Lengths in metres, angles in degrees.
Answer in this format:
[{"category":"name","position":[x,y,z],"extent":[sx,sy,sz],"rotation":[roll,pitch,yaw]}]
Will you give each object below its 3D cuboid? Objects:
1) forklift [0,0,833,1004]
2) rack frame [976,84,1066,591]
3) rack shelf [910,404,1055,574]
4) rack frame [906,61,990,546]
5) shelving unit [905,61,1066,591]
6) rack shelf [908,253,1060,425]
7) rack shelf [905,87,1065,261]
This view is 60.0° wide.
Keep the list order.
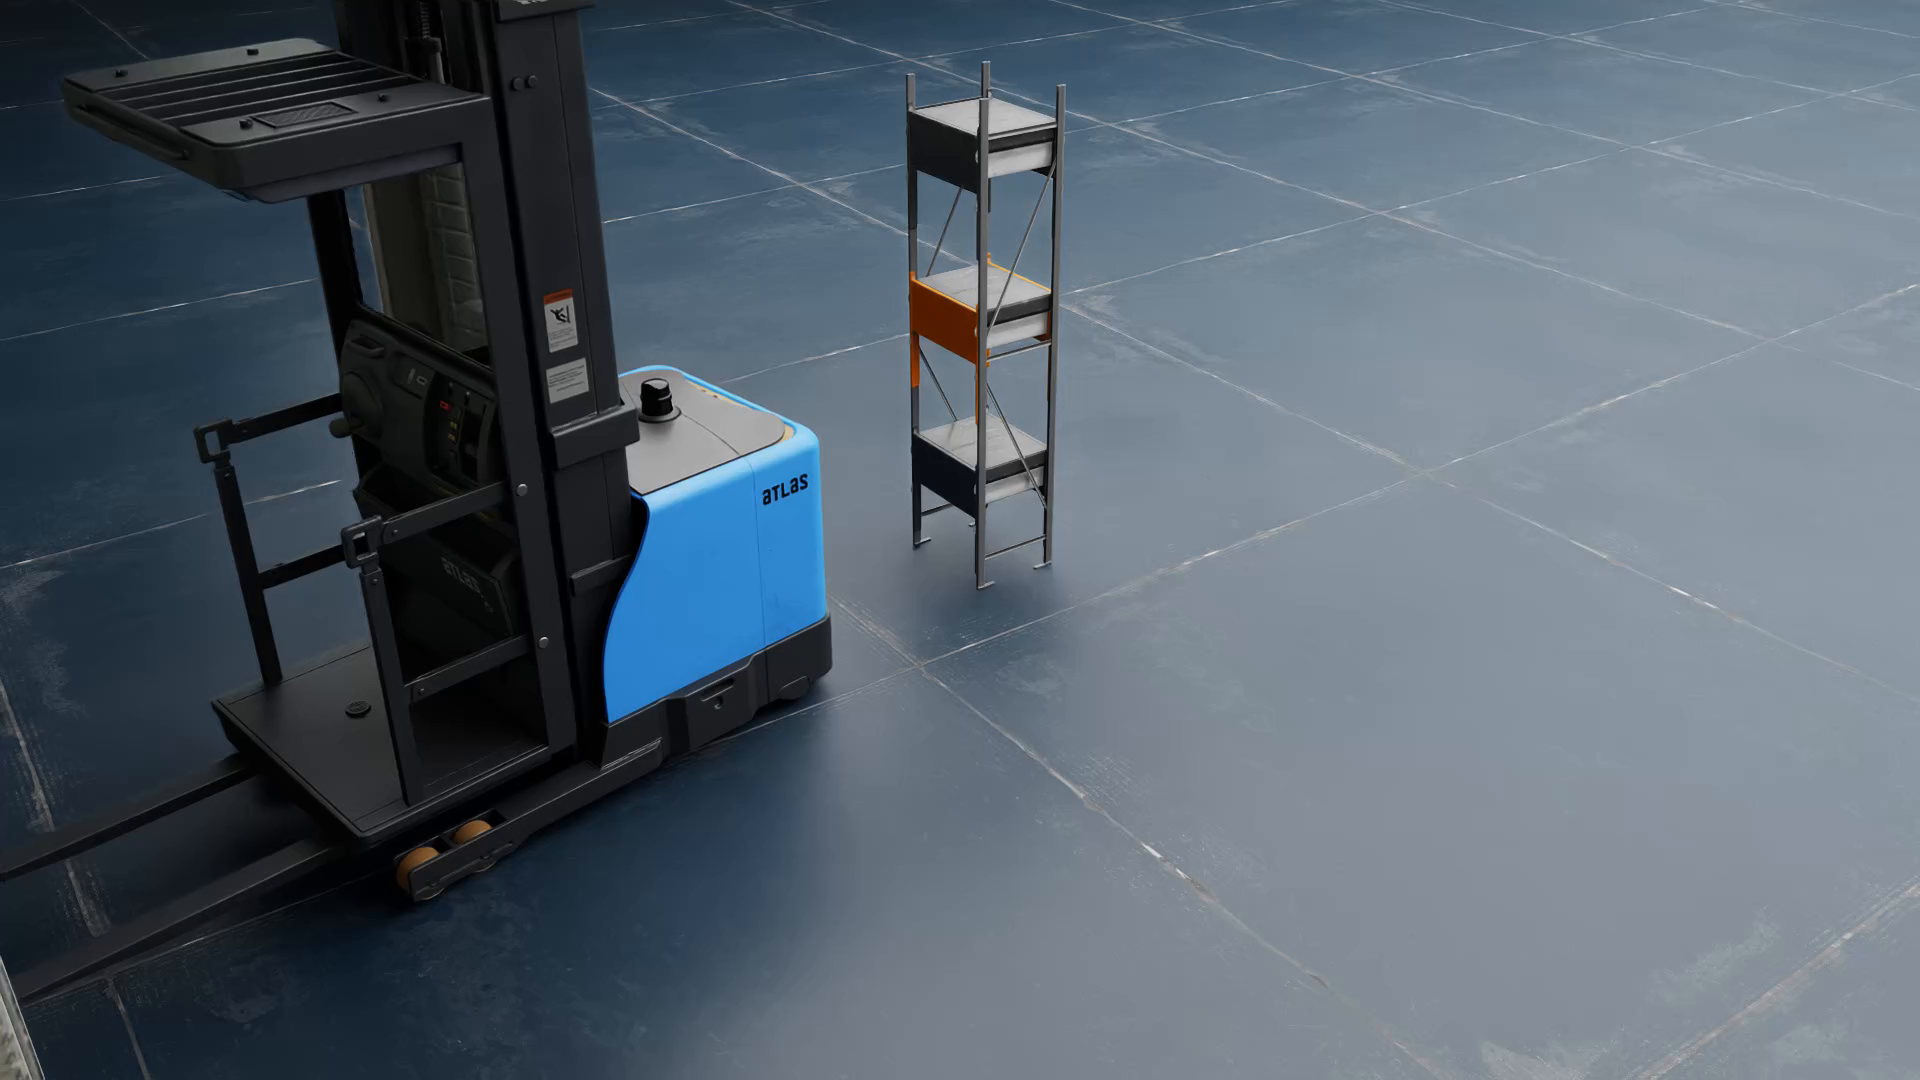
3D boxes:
[{"category":"forklift","position":[-1.893,-0.399,5.215],"extent":[1.130,2.935,3.031],"rotation":[25,37,38]},{"category":"rack frame","position":[0.238,-0.763,6.757],"extent":[0.400,2.100,0.015],"rotation":[-19,34,-31]},{"category":"rack shelf","position":[0.096,-0.231,7.272],"extent":[0.431,0.518,0.480],"rotation":[-19,34,-31]},{"category":"rack frame","position":[-0.046,-0.953,7.106],"extent":[0.400,2.100,0.015],"rotation":[-19,34,-31]},{"category":"shelving unit","position":[0.096,-0.858,6.932],"extent":[0.431,2.100,0.503],"rotation":[-19,34,-31]},{"category":"rack shelf","position":[0.096,-0.846,6.938],"extent":[0.431,0.518,0.480],"rotation":[-19,34,-31]},{"category":"rack shelf","position":[0.096,-1.461,6.604],"extent":[0.431,0.518,0.480],"rotation":[-19,34,-31]}]
